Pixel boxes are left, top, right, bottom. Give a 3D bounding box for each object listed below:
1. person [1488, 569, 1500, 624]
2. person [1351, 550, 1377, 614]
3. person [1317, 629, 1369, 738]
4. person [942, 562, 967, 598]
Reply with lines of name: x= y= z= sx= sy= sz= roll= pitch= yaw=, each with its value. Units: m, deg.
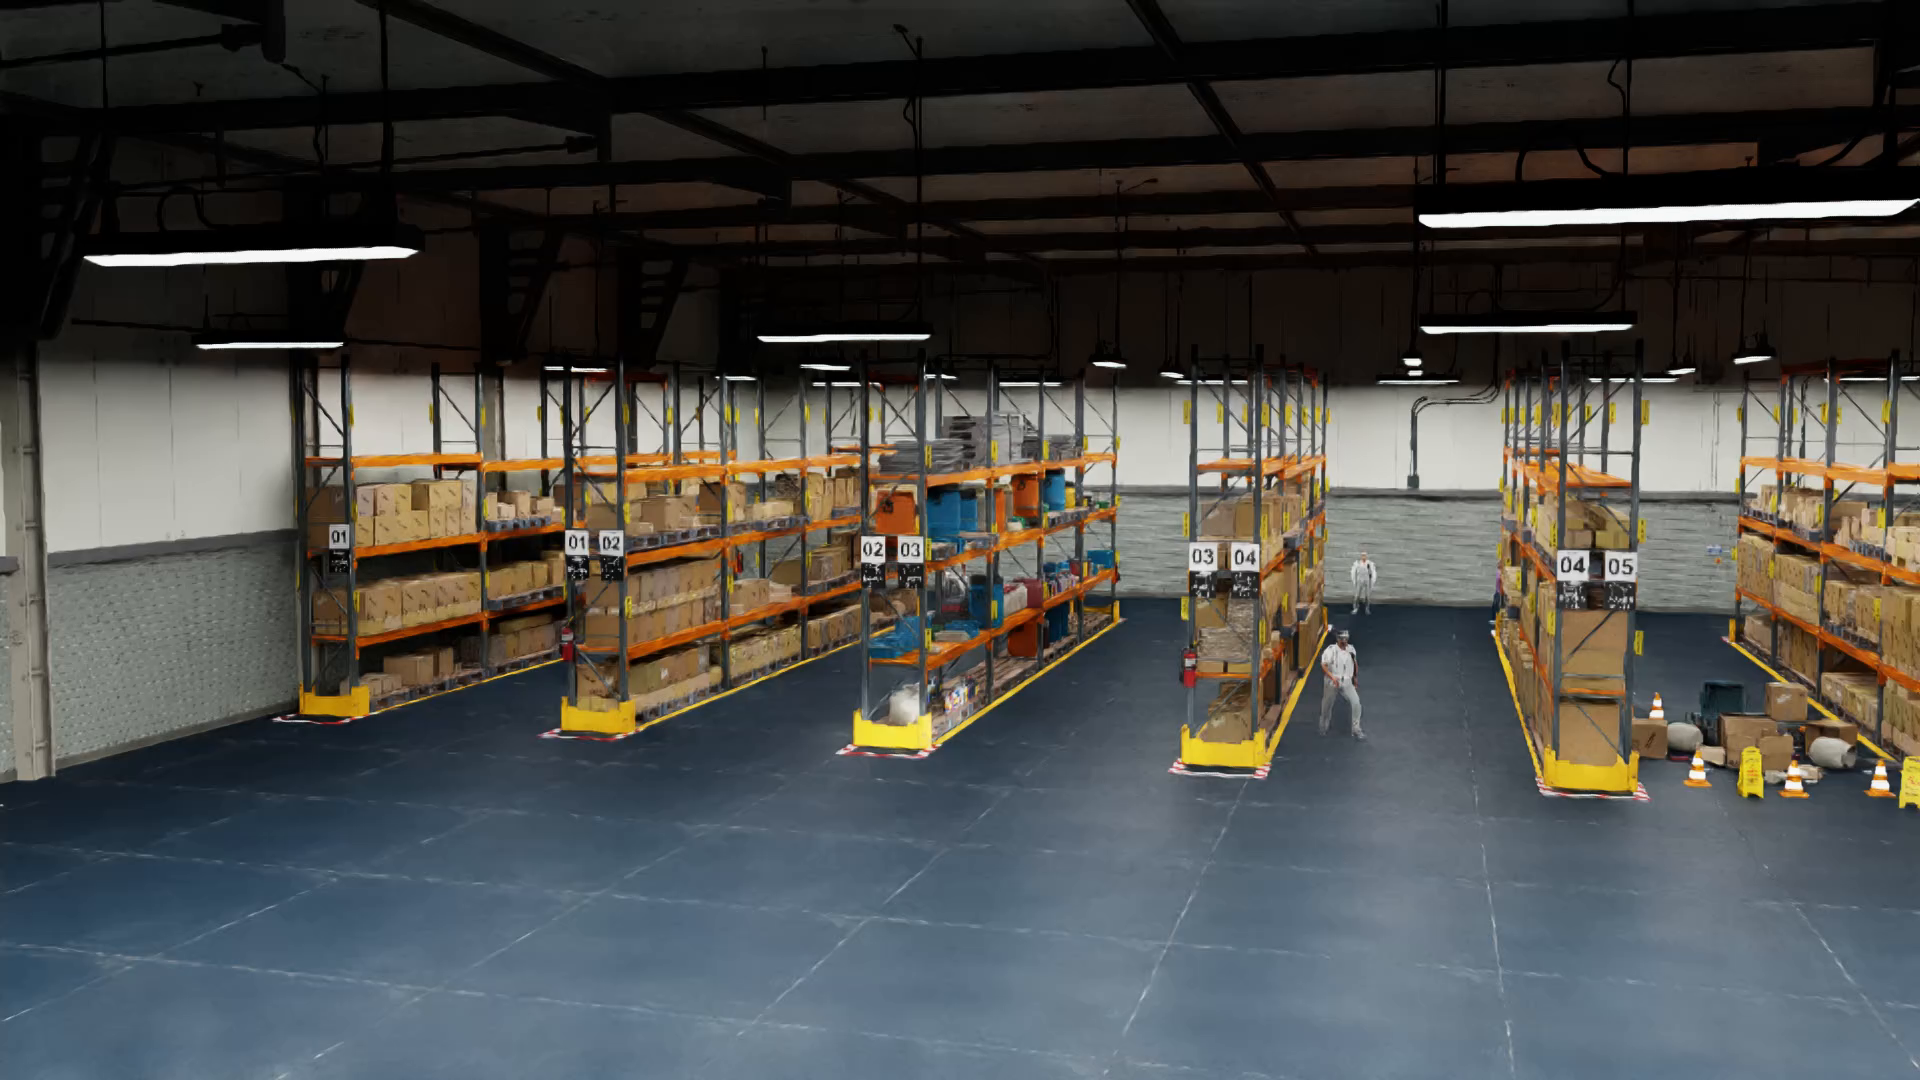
person: x=13.035 y=1.351 z=39.845 sx=0.428 sy=1.319 sz=0.883 roll=3 pitch=6 yaw=39
person: x=10.183 y=1.049 z=41.970 sx=0.639 sy=1.632 sz=0.505 roll=1 pitch=4 yaw=13
person: x=5.939 y=2.209 z=25.866 sx=0.634 sy=1.693 sz=0.807 roll=0 pitch=4 yaw=-5
person: x=-0.155 y=0.953 z=42.435 sx=0.691 sy=1.722 sz=0.777 roll=0 pitch=4 yaw=-6
